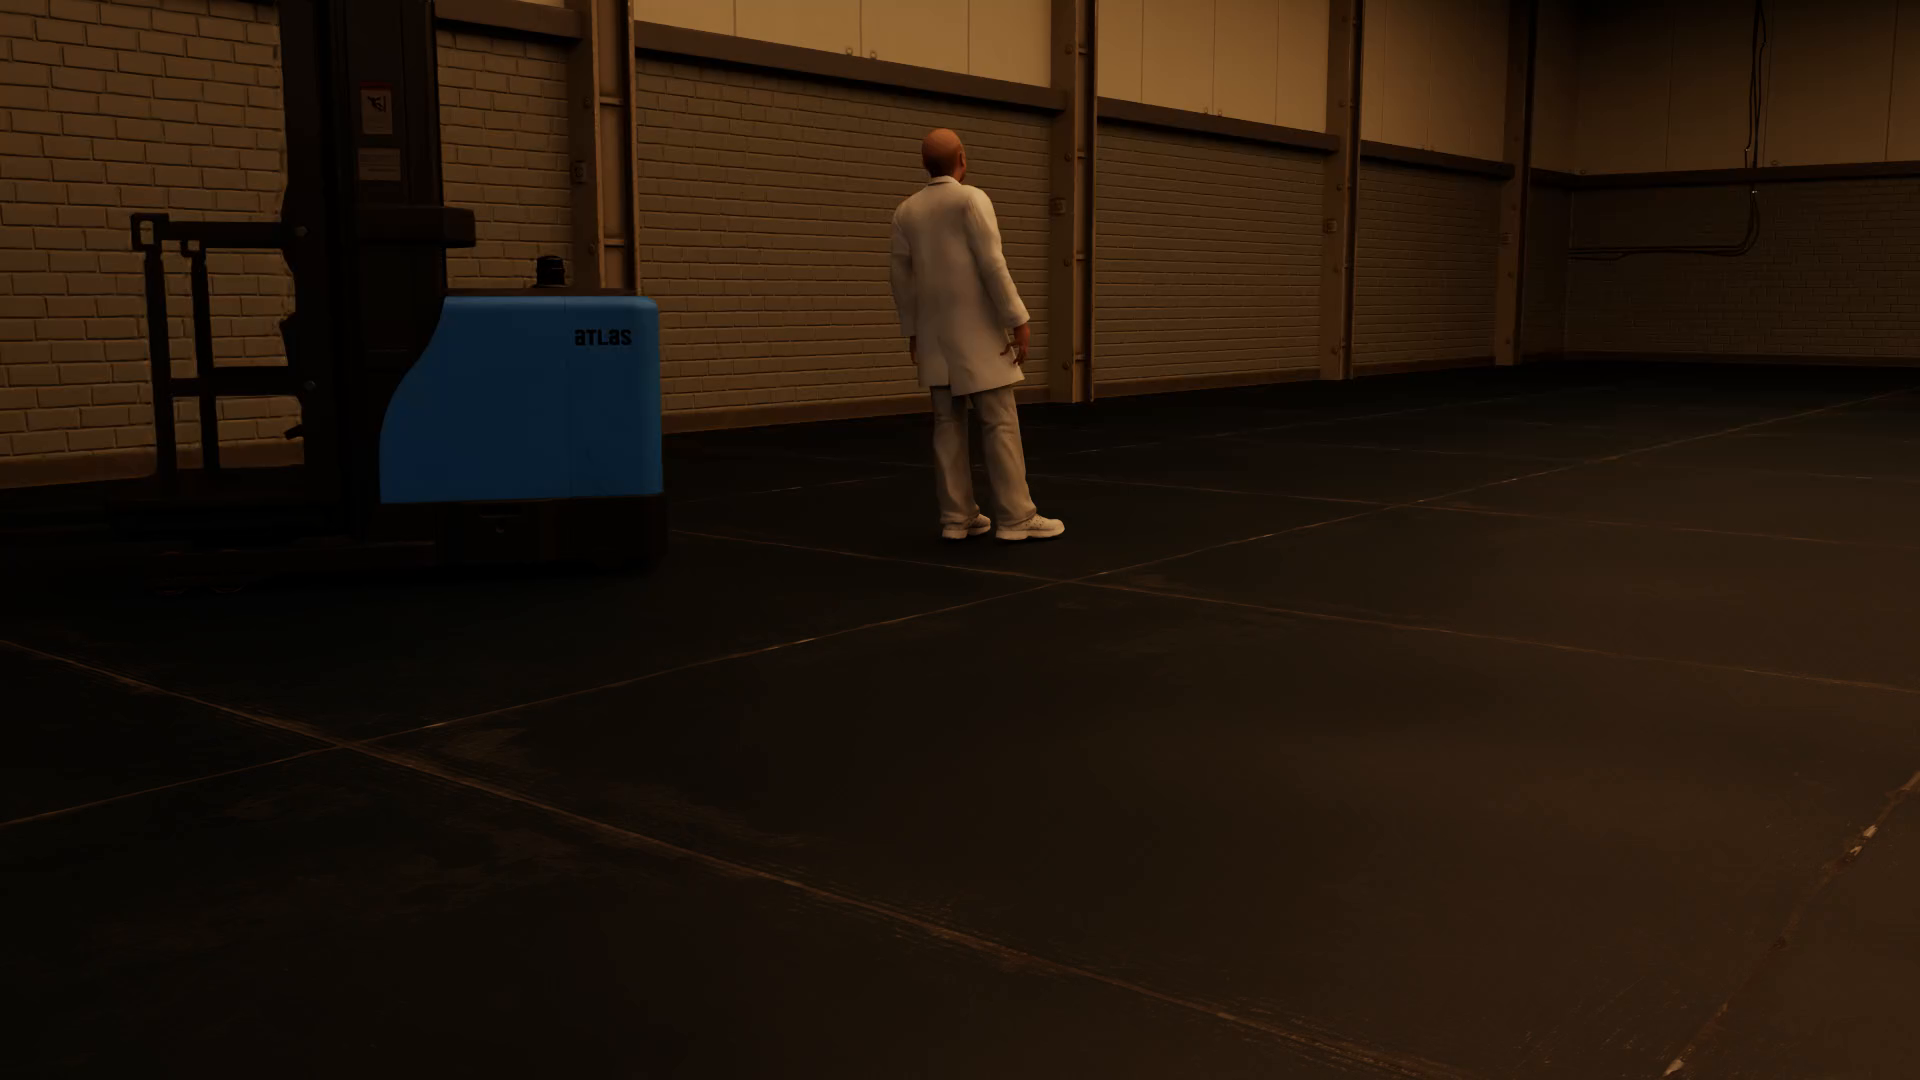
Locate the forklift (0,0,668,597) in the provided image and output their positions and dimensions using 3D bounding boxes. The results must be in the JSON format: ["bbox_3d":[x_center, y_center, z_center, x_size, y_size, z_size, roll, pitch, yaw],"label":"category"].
[{"bbox_3d":[-2.730,-1.331,6.377,3.031,2.935,1.130,-2,9,-16],"label":"forklift"}]

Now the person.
[{"bbox_3d":[0.060,-0.896,7.342,0.694,1.775,0.581,7,11,38],"label":"person"}]
